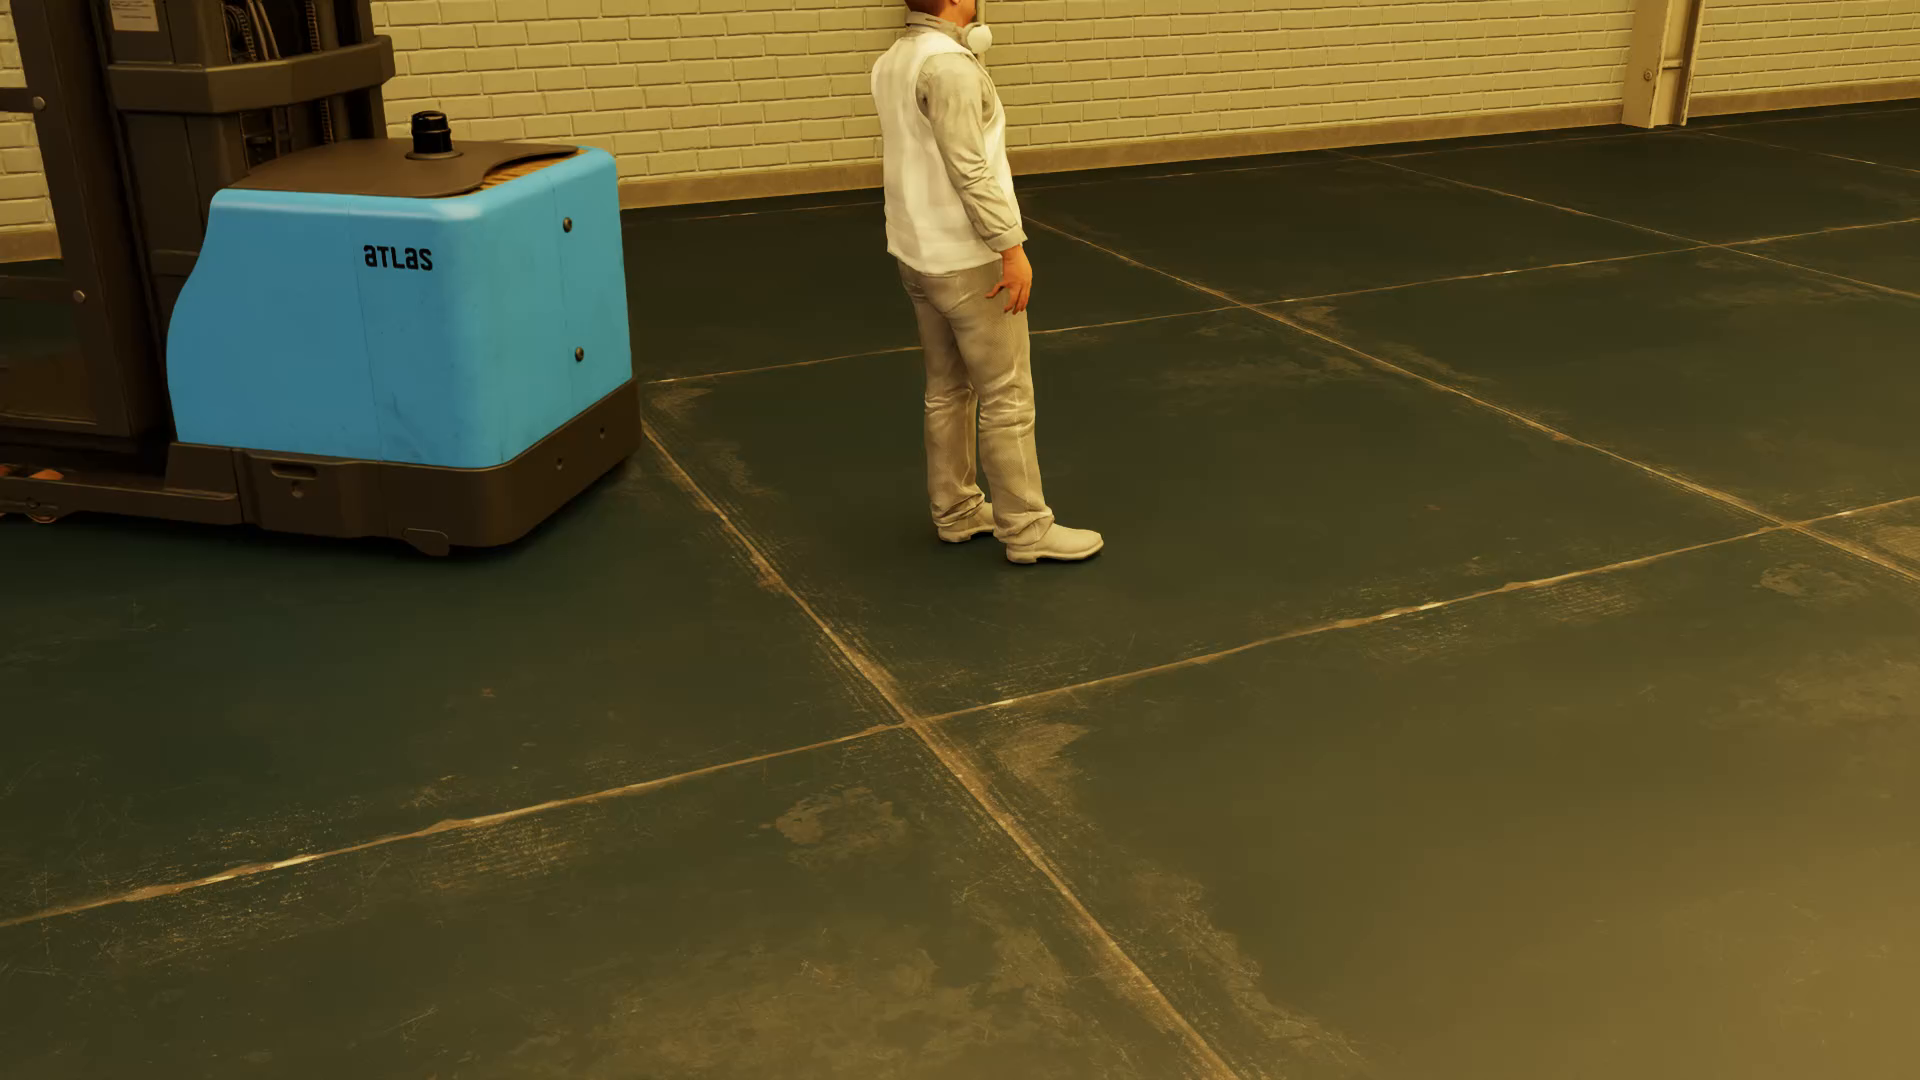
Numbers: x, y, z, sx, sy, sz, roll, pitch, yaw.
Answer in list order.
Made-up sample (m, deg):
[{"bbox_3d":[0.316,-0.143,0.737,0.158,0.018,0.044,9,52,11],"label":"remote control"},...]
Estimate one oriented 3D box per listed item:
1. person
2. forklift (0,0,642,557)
[{"bbox_3d":[0.060,-0.834,4.782,0.566,1.775,0.634,-10,25,-23],"label":"person"},{"bbox_3d":[-2.667,-1.594,5.123,3.031,2.935,1.130,6,23,13],"label":"forklift"}]
